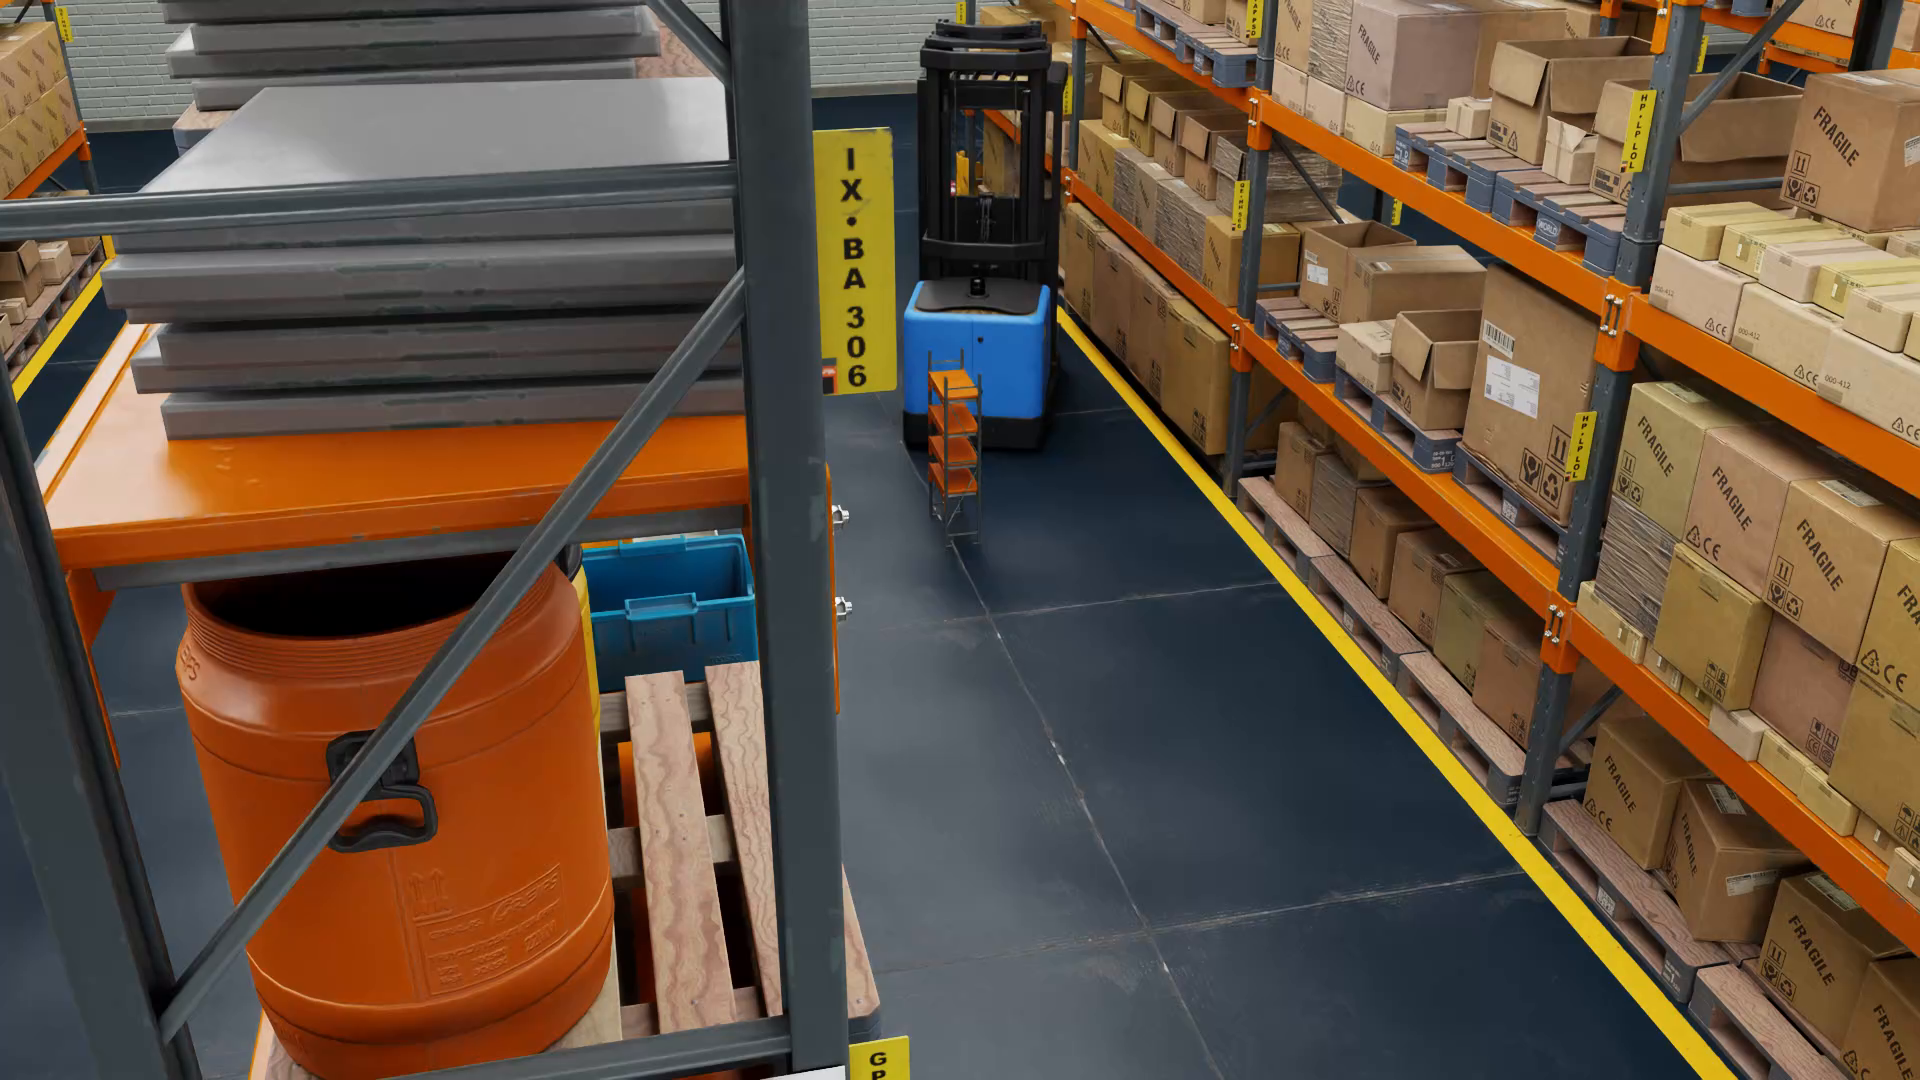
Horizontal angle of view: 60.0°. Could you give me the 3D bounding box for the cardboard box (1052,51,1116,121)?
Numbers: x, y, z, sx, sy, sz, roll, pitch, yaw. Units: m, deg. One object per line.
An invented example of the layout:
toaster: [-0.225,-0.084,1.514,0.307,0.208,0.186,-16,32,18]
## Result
cardboard box: [1.093,-4.036,14.768,0.500,0.500,0.500,-5,27,-10]

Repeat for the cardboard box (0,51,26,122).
cardboard box: [-8.377,-3.862,14.198,0.500,0.500,0.500,-5,27,-10]

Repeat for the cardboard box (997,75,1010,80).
cardboard box: [0.634,-4.596,16.710,0.500,0.250,0.500,-7,28,-13]

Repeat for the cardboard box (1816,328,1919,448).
cardboard box: [3.337,-0.546,5.688,0.500,0.250,0.500,-7,28,-14]

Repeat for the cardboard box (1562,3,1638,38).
cardboard box: [5.943,-4.723,15.574,0.500,0.500,0.500,-7,28,-13]

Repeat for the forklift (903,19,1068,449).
forklift: [0.252,-2.617,13.028,1.130,2.935,3.031,3,27,6]

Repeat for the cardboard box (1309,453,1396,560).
cardboard box: [2.666,-0.251,10.551,0.700,0.500,0.500,-8,28,-16]

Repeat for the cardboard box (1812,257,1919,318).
cardboard box: [3.297,-0.890,5.926,0.380,0.149,0.250,-5,27,-10]

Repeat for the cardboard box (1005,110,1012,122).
cardboard box: [0.662,-4.240,16.447,0.380,0.149,0.250,-7,28,-13]

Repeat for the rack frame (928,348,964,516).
rack frame: [-0.092,-0.715,11.182,0.240,1.200,0.015,-6,27,-12]

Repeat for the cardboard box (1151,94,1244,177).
cardboard box: [1.908,-3.100,12.685,0.797,0.503,0.637,-5,27,-10]

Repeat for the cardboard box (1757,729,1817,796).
cardboard box: [3.321,0.835,6.393,0.380,0.149,0.250,-6,27,-12]

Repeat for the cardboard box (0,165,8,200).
cardboard box: [-8.163,-2.977,13.555,0.500,0.500,0.500,-5,27,-11]

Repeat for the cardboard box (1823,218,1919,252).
cardboard box: [3.586,-1.159,6.459,0.380,0.149,0.250,-6,27,-11]

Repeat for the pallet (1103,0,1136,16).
pallet: [1.711,-4.317,13.204,0.805,0.209,1.217,-7,28,-14]

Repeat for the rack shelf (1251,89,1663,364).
rack shelf: [2.809,-1.845,8.892,1.077,0.370,4.000,-6,27,-12]

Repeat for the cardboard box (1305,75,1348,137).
cardboard box: [2.331,-2.519,9.596,0.500,0.250,0.500,-5,27,-10]

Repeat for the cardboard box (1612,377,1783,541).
cardboard box: [3.113,-0.349,6.909,0.500,0.500,0.500,-6,27,-12]

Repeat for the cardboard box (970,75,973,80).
cardboard box: [0.314,-4.915,17.785,0.380,0.149,0.250,-6,27,-11]

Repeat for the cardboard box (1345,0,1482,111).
cardboard box: [2.444,-2.636,8.996,0.500,0.500,0.500,-7,28,-13]

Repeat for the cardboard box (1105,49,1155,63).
cardboard box: [1.598,-4.098,14.890,0.500,0.500,0.500,-6,27,-12]

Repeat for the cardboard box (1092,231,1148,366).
cardboard box: [1.823,-2.029,13.679,1.225,0.875,0.875,-7,28,-13]

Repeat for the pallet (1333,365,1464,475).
pallet: [2.844,-0.754,9.475,1.003,0.211,1.213,-6,27,-12]

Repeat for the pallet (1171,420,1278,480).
pallet: [2.254,-0.814,12.474,1.003,0.211,1.213,-6,27,-12]

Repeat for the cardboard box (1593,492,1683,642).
cardboard box: [3.301,0.078,7.173,0.875,0.500,0.500,-6,27,-12]

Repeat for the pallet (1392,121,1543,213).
pallet: [2.988,-1.941,8.492,1.213,0.211,1.003,-6,27,-12]

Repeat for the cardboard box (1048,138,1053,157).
cardboard box: [1.011,-3.562,15.104,0.380,0.149,0.250,-5,27,-11]

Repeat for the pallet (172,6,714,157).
pallet: [-1.075,-0.965,3.676,1.003,0.211,1.213,-6,27,-12]

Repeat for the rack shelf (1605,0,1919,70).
rack shelf: [6.763,-4.060,13.281,1.077,0.370,4.000,-6,27,-12]

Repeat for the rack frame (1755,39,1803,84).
rack frame: [10.210,-6.223,20.097,1.000,3.000,0.127,-6,27,-12]

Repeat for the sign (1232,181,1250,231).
sign: [1.818,-2.164,10.770,0.100,0.325,0.005,-6,27,-12]

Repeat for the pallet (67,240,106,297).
pallet: [-8.899,-2.584,15.982,1.003,0.211,1.213,-6,27,-12]

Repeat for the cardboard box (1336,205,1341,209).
cardboard box: [2.395,-2.217,12.048,0.500,0.500,0.500,-7,28,-13]

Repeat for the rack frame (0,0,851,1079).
rack frame: [-0.661,-0.368,1.839,0.949,2.616,0.053,-6,27,-12]

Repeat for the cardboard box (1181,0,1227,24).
cardboard box: [1.870,-3.906,11.601,0.500,0.500,0.500,-5,27,-9]

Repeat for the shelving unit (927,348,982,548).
shelving unit: [-0.037,-0.608,10.970,0.258,1.200,0.503,-6,27,-12]

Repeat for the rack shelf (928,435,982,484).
rack shelf: [-0.037,-0.548,11.000,0.258,0.148,0.480,-6,27,-12]

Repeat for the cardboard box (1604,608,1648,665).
cardboard box: [3.059,0.399,7.255,0.380,0.149,0.250,-6,27,-12]

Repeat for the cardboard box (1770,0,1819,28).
cardboard box: [6.603,-4.211,12.670,0.500,0.500,0.500,-6,27,-12]

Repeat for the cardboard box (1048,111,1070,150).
cardboard box: [1.102,-3.694,14.922,0.500,0.250,0.500,-6,27,-13]

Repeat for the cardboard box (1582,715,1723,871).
cardboard box: [3.311,1.159,7.779,0.500,0.500,0.500,-7,28,-13]

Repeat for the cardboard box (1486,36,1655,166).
cardboard box: [3.037,-2.151,8.120,0.797,0.503,0.637,-5,27,-9]

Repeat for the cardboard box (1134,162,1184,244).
cardboard box: [1.665,-2.611,12.830,0.500,0.500,0.500,-5,27,-11]

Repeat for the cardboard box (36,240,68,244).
cardboard box: [-8.731,-2.743,15.859,0.380,0.166,0.250,-6,27,-12]

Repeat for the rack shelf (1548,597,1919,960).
rack shelf: [3.710,1.250,6.089,1.077,0.370,4.000,-6,27,-12]

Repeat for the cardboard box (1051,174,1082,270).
cardboard box: [1.386,-2.998,15.598,0.875,0.875,0.875,-6,27,-12]

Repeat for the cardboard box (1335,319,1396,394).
cardboard box: [2.512,-1.066,9.580,0.500,0.250,0.500,-7,28,-13]

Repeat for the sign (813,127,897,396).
sign: [-0.127,-0.329,1.993,0.100,0.325,0.005,-6,27,-12]

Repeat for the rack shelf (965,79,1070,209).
rack shelf: [1.006,-4.018,16.526,1.077,0.370,4.000,-6,27,-12]

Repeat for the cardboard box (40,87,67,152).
cardboard box: [-8.611,-3.861,15.306,0.500,0.500,0.500,-6,27,-11]

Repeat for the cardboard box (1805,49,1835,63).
cardboard box: [10.180,-5.809,19.165,0.500,0.500,0.500,-6,27,-12]

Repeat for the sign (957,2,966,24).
sign: [0.013,-5.585,17.784,0.100,0.325,0.005,-6,27,-12]

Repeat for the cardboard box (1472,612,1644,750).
cardboard box: [3.142,0.699,8.668,0.700,0.500,0.500,-8,28,-16]

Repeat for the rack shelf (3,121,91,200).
rack shelf: [-8.646,-3.013,14.536,1.077,0.370,4.000,-6,27,-12]

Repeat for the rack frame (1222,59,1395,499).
rack frame: [2.358,-1.705,11.145,1.000,3.000,0.127,-6,27,-12]
